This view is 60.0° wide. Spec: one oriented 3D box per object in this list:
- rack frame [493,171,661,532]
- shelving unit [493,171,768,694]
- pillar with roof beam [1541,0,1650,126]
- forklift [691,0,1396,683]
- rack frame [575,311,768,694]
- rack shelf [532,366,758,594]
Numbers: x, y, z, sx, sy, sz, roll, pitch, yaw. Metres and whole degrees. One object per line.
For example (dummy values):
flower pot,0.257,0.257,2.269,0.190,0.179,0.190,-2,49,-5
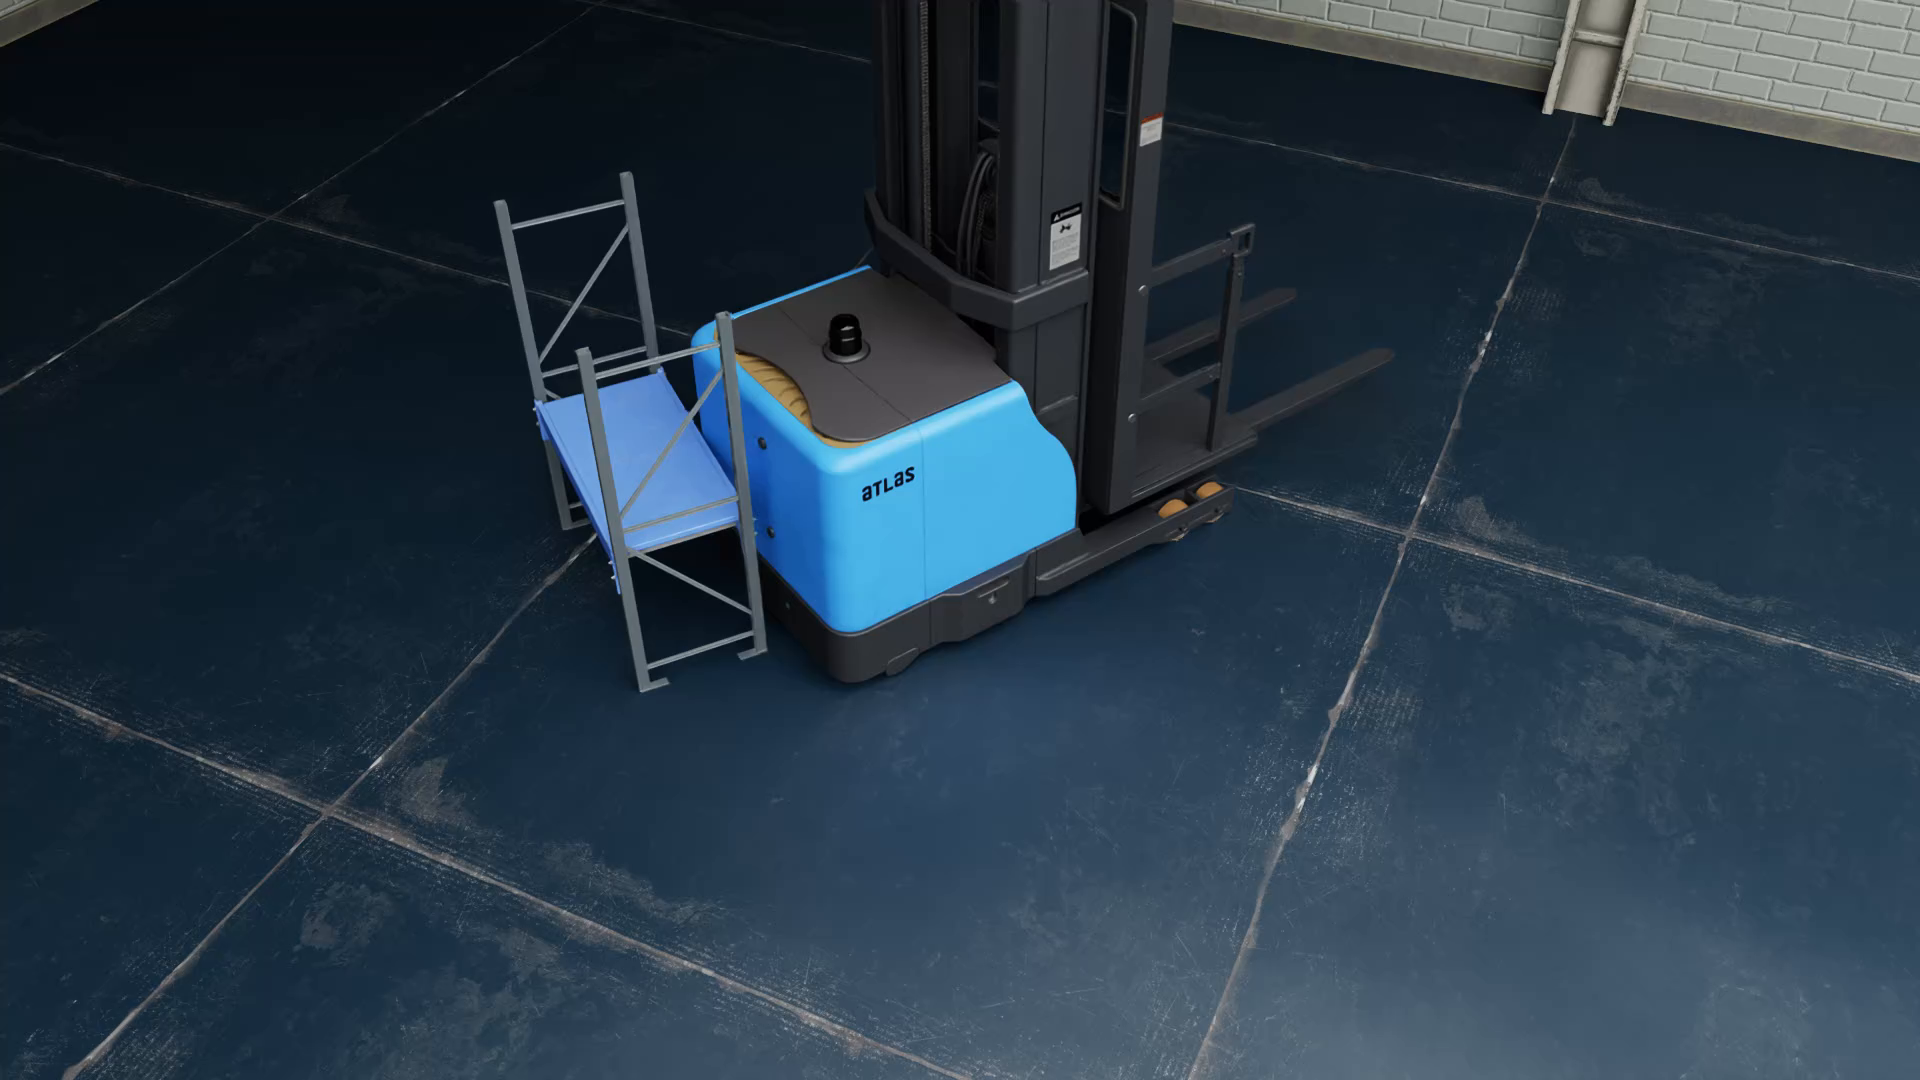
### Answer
rack frame,-1.405,-0.682,6.391,0.500,1.500,0.032,-18,44,-19
shelving unit,-1.181,-0.383,6.046,0.538,1.500,1.048,-18,44,-19
pillar with roof beam,1.779,-3.347,3.742,0.400,9.000,9.100,17,44,19
forklift,0.507,-1.363,6.085,3.031,2.935,1.130,-25,47,-26
rack frame,-0.957,-0.084,5.701,0.500,1.500,0.032,-18,44,-19
rack shelf,-1.180,-0.247,6.164,0.538,0.185,1.000,-18,44,-19
